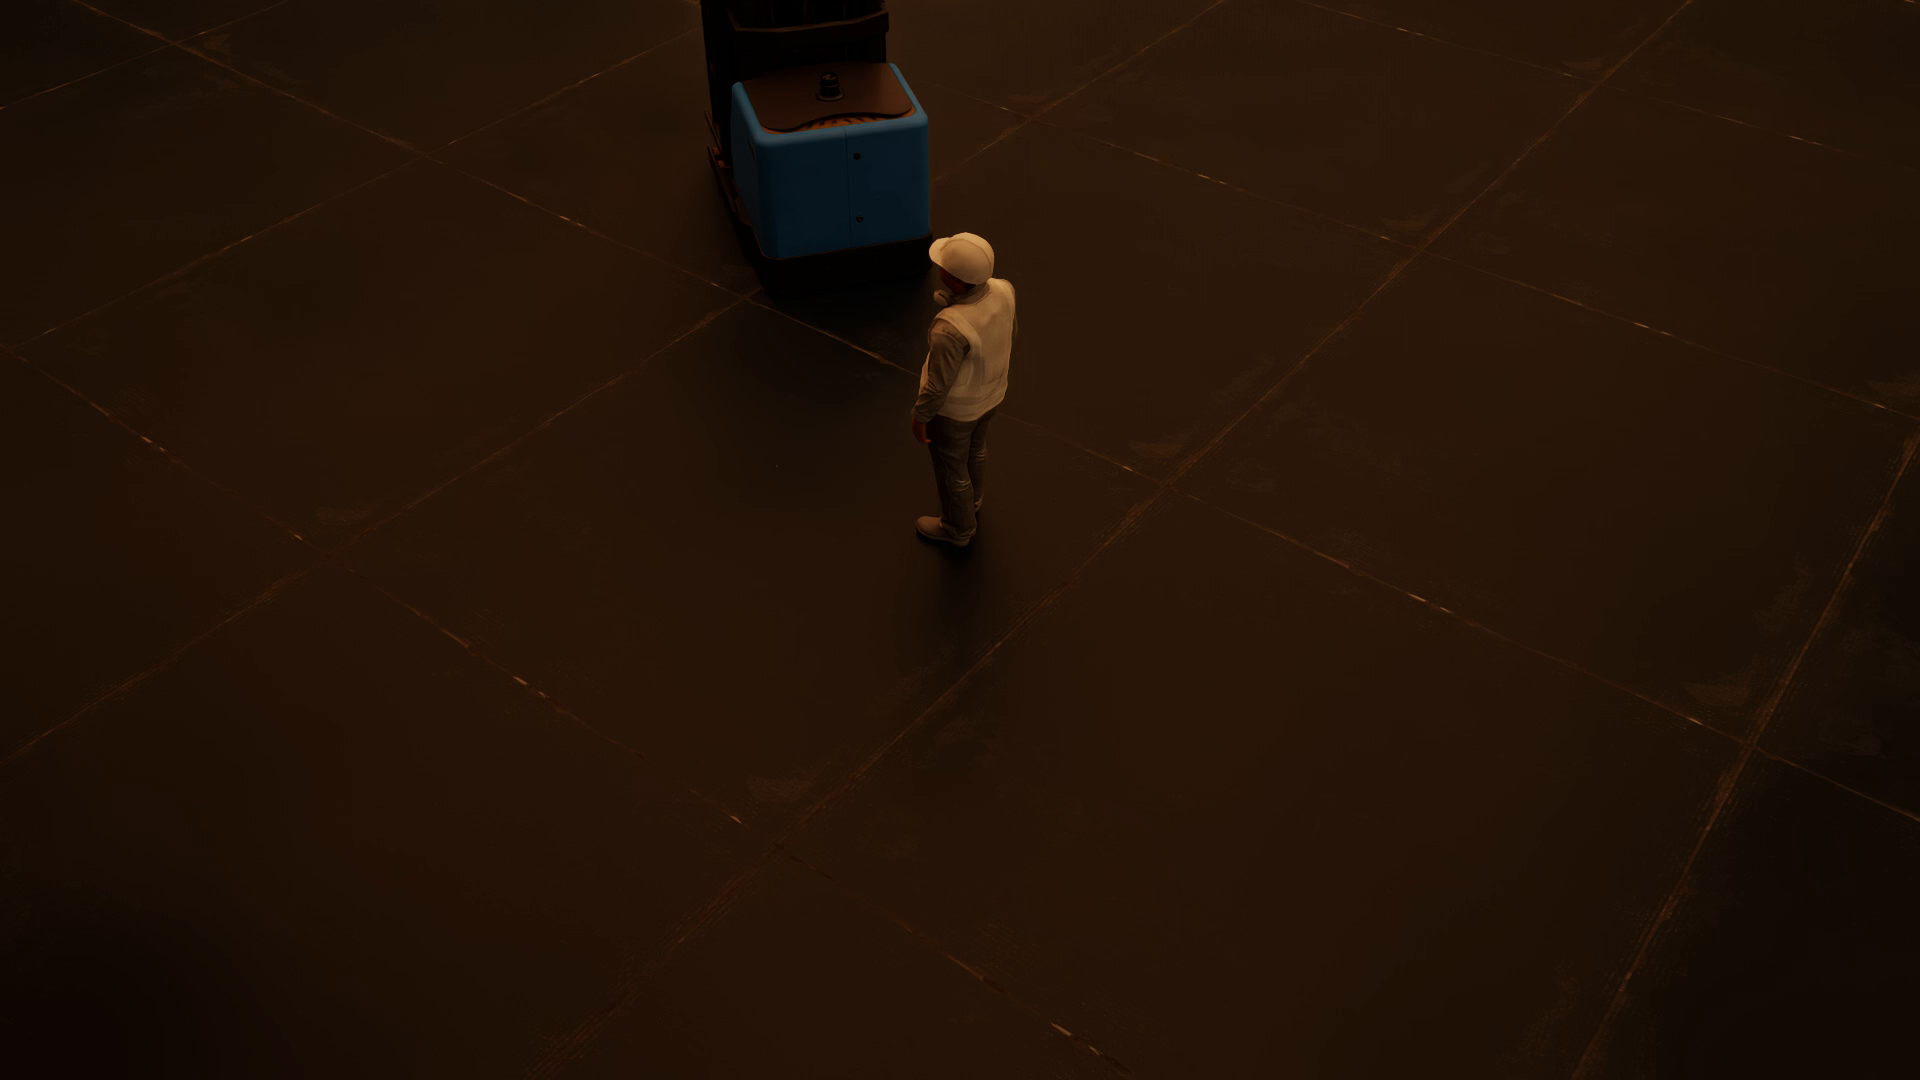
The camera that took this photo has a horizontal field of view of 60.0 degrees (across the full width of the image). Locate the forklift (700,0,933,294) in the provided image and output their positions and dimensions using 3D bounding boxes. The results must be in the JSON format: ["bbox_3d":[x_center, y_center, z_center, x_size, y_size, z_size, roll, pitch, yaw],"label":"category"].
[{"bbox_3d":[-1.071,-3.550,10.238,1.130,2.935,3.031,-11,42,-12],"label":"forklift"}]

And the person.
[{"bbox_3d":[-0.044,-0.709,7.787,0.568,1.773,0.632,26,47,28],"label":"person"}]
